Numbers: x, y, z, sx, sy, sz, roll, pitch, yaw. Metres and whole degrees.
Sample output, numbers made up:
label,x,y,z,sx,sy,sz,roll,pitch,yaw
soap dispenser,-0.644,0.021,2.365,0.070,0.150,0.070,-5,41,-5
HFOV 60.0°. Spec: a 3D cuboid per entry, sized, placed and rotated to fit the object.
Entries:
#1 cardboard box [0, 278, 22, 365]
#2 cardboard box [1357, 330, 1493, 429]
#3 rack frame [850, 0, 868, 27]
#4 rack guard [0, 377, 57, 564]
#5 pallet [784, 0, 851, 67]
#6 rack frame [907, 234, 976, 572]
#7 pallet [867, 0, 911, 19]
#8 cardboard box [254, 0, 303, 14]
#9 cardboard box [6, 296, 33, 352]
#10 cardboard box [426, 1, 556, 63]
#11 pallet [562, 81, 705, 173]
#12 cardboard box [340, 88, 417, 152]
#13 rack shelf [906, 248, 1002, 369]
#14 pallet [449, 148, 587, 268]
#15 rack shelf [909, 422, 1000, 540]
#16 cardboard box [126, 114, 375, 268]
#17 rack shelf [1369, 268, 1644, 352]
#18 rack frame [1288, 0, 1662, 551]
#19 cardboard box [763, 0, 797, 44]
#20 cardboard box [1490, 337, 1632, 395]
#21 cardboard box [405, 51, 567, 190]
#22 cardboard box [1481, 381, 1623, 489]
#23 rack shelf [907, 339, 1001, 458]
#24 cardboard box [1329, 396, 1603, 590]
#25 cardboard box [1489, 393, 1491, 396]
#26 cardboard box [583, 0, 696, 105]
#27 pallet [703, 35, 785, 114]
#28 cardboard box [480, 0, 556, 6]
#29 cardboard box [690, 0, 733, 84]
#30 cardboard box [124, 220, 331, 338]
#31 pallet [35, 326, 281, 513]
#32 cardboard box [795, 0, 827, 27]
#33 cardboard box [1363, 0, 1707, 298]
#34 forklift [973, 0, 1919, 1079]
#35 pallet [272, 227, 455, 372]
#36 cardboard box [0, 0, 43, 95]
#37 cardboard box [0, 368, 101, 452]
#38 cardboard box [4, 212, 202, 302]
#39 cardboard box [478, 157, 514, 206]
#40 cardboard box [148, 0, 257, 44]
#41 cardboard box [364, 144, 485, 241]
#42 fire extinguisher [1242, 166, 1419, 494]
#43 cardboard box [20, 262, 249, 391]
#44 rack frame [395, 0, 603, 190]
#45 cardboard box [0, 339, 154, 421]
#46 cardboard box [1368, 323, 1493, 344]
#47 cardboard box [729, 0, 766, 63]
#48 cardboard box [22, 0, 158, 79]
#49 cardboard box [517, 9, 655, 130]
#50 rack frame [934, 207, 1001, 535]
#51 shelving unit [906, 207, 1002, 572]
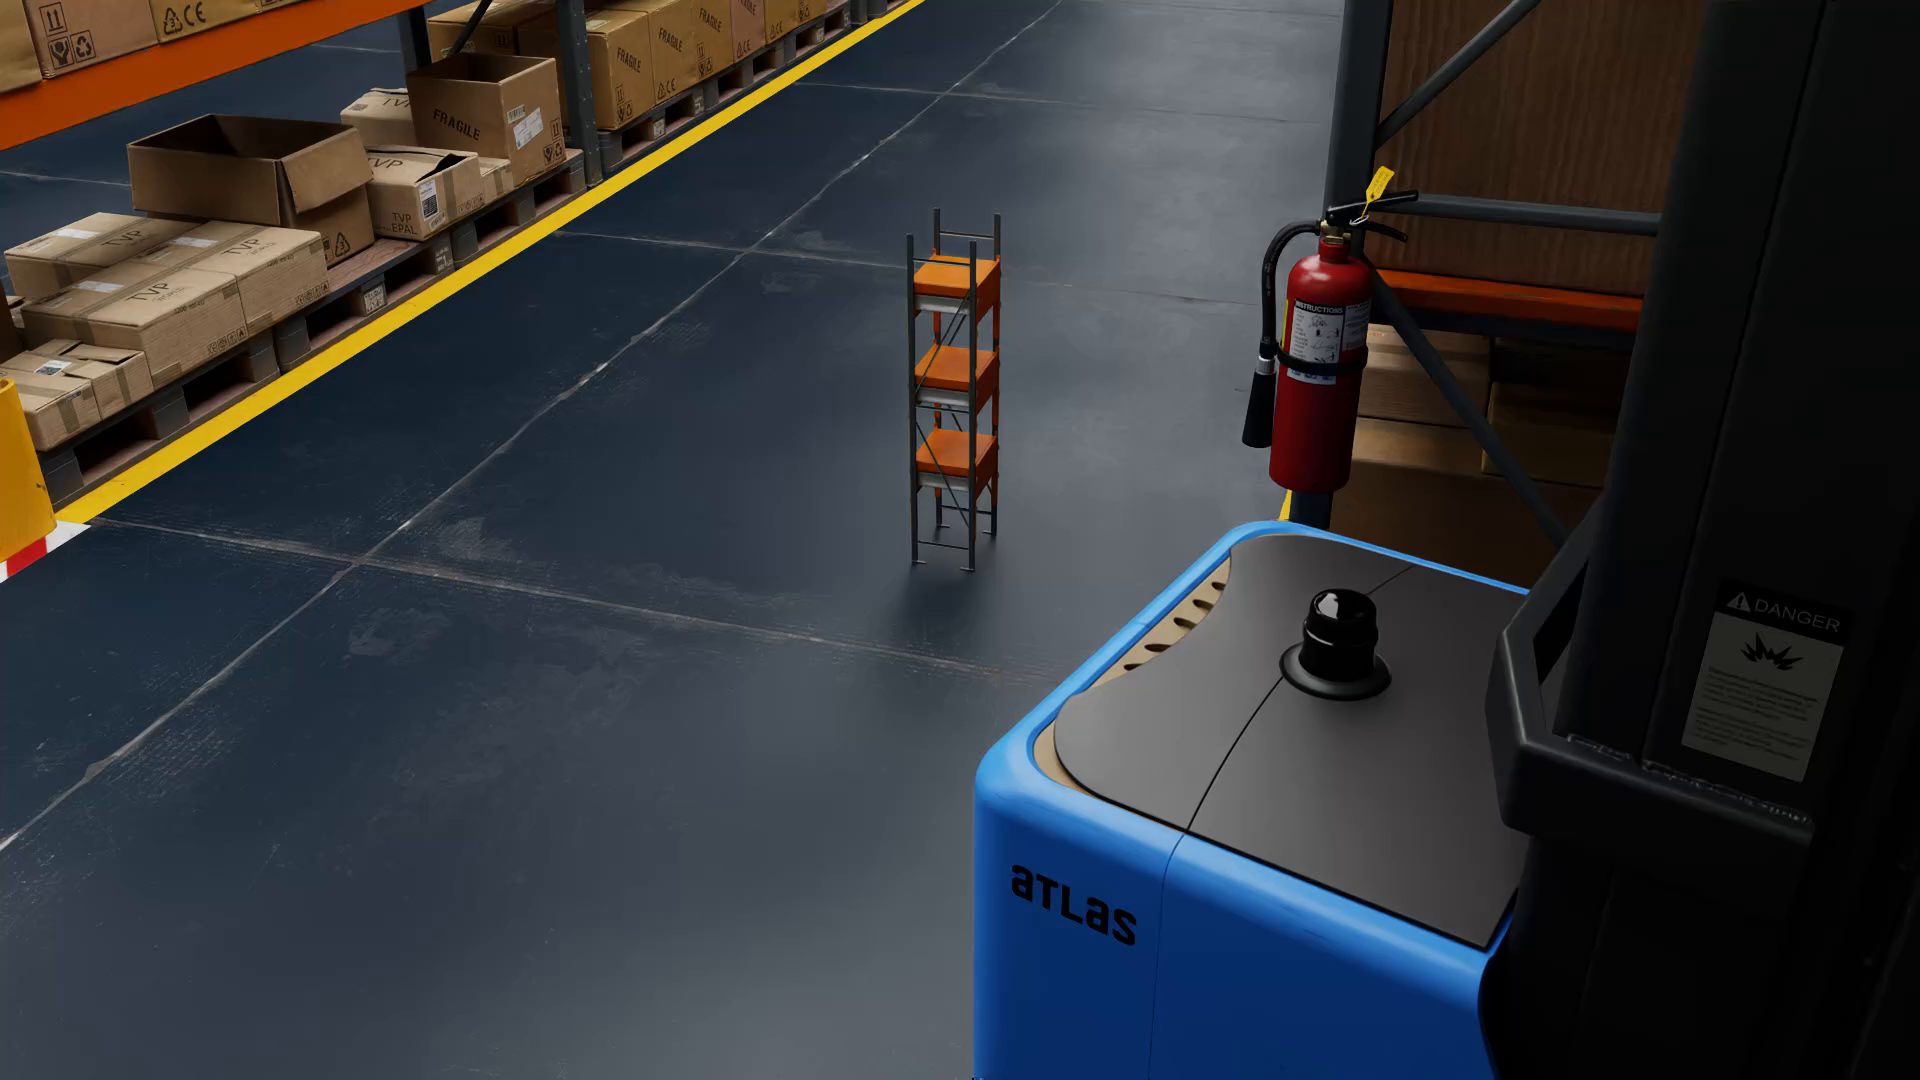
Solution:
label,x,y,z,sx,sy,sz,roll,pitch,yaw
cardboard box,-3.582,-0.722,5.581,0.500,0.500,0.500,8,30,15
cardboard box,1.204,-0.429,4.408,0.380,0.149,0.250,8,30,14
rack frame,-1.157,-5.052,11.246,1.000,3.000,0.127,8,30,15
rack guard,-3.483,-0.277,5.234,1.175,0.500,0.348,8,30,15
pallet,-1.413,-3.492,11.310,1.003,0.211,1.213,8,30,15
rack frame,-0.052,-0.377,4.848,0.200,1.050,0.008,8,30,15
pallet,-0.879,-4.211,12.602,1.003,0.211,1.213,8,30,15
cardboard box,-2.679,-2.252,6.110,0.500,0.500,0.500,9,30,16
cardboard box,-3.377,-0.752,5.978,0.380,0.166,0.250,8,30,15
cardboard box,-2.461,-2.563,8.891,0.500,0.500,0.500,8,30,15
pallet,-2.129,-2.358,9.272,1.003,0.211,1.213,8,30,15
cardboard box,-2.662,-2.046,8.156,0.500,0.311,0.500,8,30,15
rack shelf,-0.016,-0.673,4.817,0.215,0.259,0.240,8,30,15
pallet,-2.534,-1.656,8.009,1.003,0.211,1.213,8,30,15
rack shelf,-0.016,-0.182,5.090,0.215,0.259,0.240,8,30,15
cardboard box,-2.878,-1.421,6.834,0.797,0.503,0.637,8,30,15
rack shelf,1.818,-1.244,5.141,1.077,0.370,4.000,8,30,15
rack frame,1.231,-0.629,3.296,1.000,3.000,0.127,8,30,15
cardboard box,-1.360,-3.444,10.473,0.500,0.500,0.500,7,30,13
cardboard box,1.643,-0.492,4.522,0.380,0.149,0.250,9,30,15
cardboard box,-2.228,-1.988,7.857,0.500,0.500,0.500,8,30,15
cardboard box,1.495,-0.257,4.098,0.380,0.149,0.250,9,30,15
rack shelf,-0.016,-0.425,4.955,0.215,0.259,0.240,8,30,15
cardboard box,1.341,-0.060,4.412,0.700,0.500,0.500,8,30,15
cardboard box,1.488,-0.293,4.830,0.700,0.500,0.500,8,30,15
cardboard box,-1.811,-2.733,9.196,0.500,0.500,0.500,9,30,16
pallet,-1.773,-2.927,10.294,1.003,0.211,1.213,8,30,15
cardboard box,-2.308,-2.792,9.302,0.500,0.500,0.500,9,30,15
cardboard box,-1.657,-2.964,9.611,0.500,0.500,0.500,9,30,15
cardboard box,-2.781,-1.002,6.342,0.500,0.250,0.500,8,30,15
pallet,-3.250,-0.522,5.971,1.003,0.211,1.213,8,30,15
cardboard box,-1.208,-3.684,10.906,0.500,0.500,0.500,10,31,17
cardboard box,1.371,-0.999,3.651,0.980,0.700,0.700,10,31,17
forklift,1.515,0.192,1.889,3.031,2.935,1.130,18,34,29
pallet,-2.890,-1.087,6.987,1.003,0.211,1.213,8,30,15
cardboard box,-3.123,-1.547,4.842,0.500,0.500,0.500,9,30,16
cardboard box,-3.054,-0.426,5.411,0.380,0.149,0.250,8,30,15
cardboard box,-3.274,-1.050,6.428,0.500,0.250,0.500,8,30,15
cardboard box,-2.280,-1.652,7.613,0.380,0.149,0.250,8,30,15
cardboard box,-2.827,-2.020,5.693,0.500,0.500,0.500,8,30,15
cardboard box,-2.448,-1.557,7.276,0.500,0.311,0.500,8,30,15
fire extinguisher,0.746,-0.428,3.398,0.296,0.674,0.183,8,30,15
cardboard box,-2.928,-0.770,5.924,0.500,0.250,0.500,8,30,15
rack frame,-2.332,-3.193,7.905,1.000,3.000,0.127,8,30,15
cardboard box,-2.981,-0.550,5.616,0.380,0.166,0.250,8,30,15
cardboard box,1.279,-0.548,4.622,0.380,0.149,0.250,9,30,16
cardboard box,-1.508,-3.199,10.033,0.500,0.500,0.500,7,30,13
cardboard box,-2.977,-1.787,5.274,0.500,0.500,0.500,8,30,14
cardboard box,-1.957,-2.483,8.747,0.500,0.500,0.500,7,30,13
rack frame,0.020,-0.491,5.052,0.200,1.050,0.008,8,30,15
shelving unit,-0.016,-0.434,4.950,0.215,1.050,0.252,8,30,15
